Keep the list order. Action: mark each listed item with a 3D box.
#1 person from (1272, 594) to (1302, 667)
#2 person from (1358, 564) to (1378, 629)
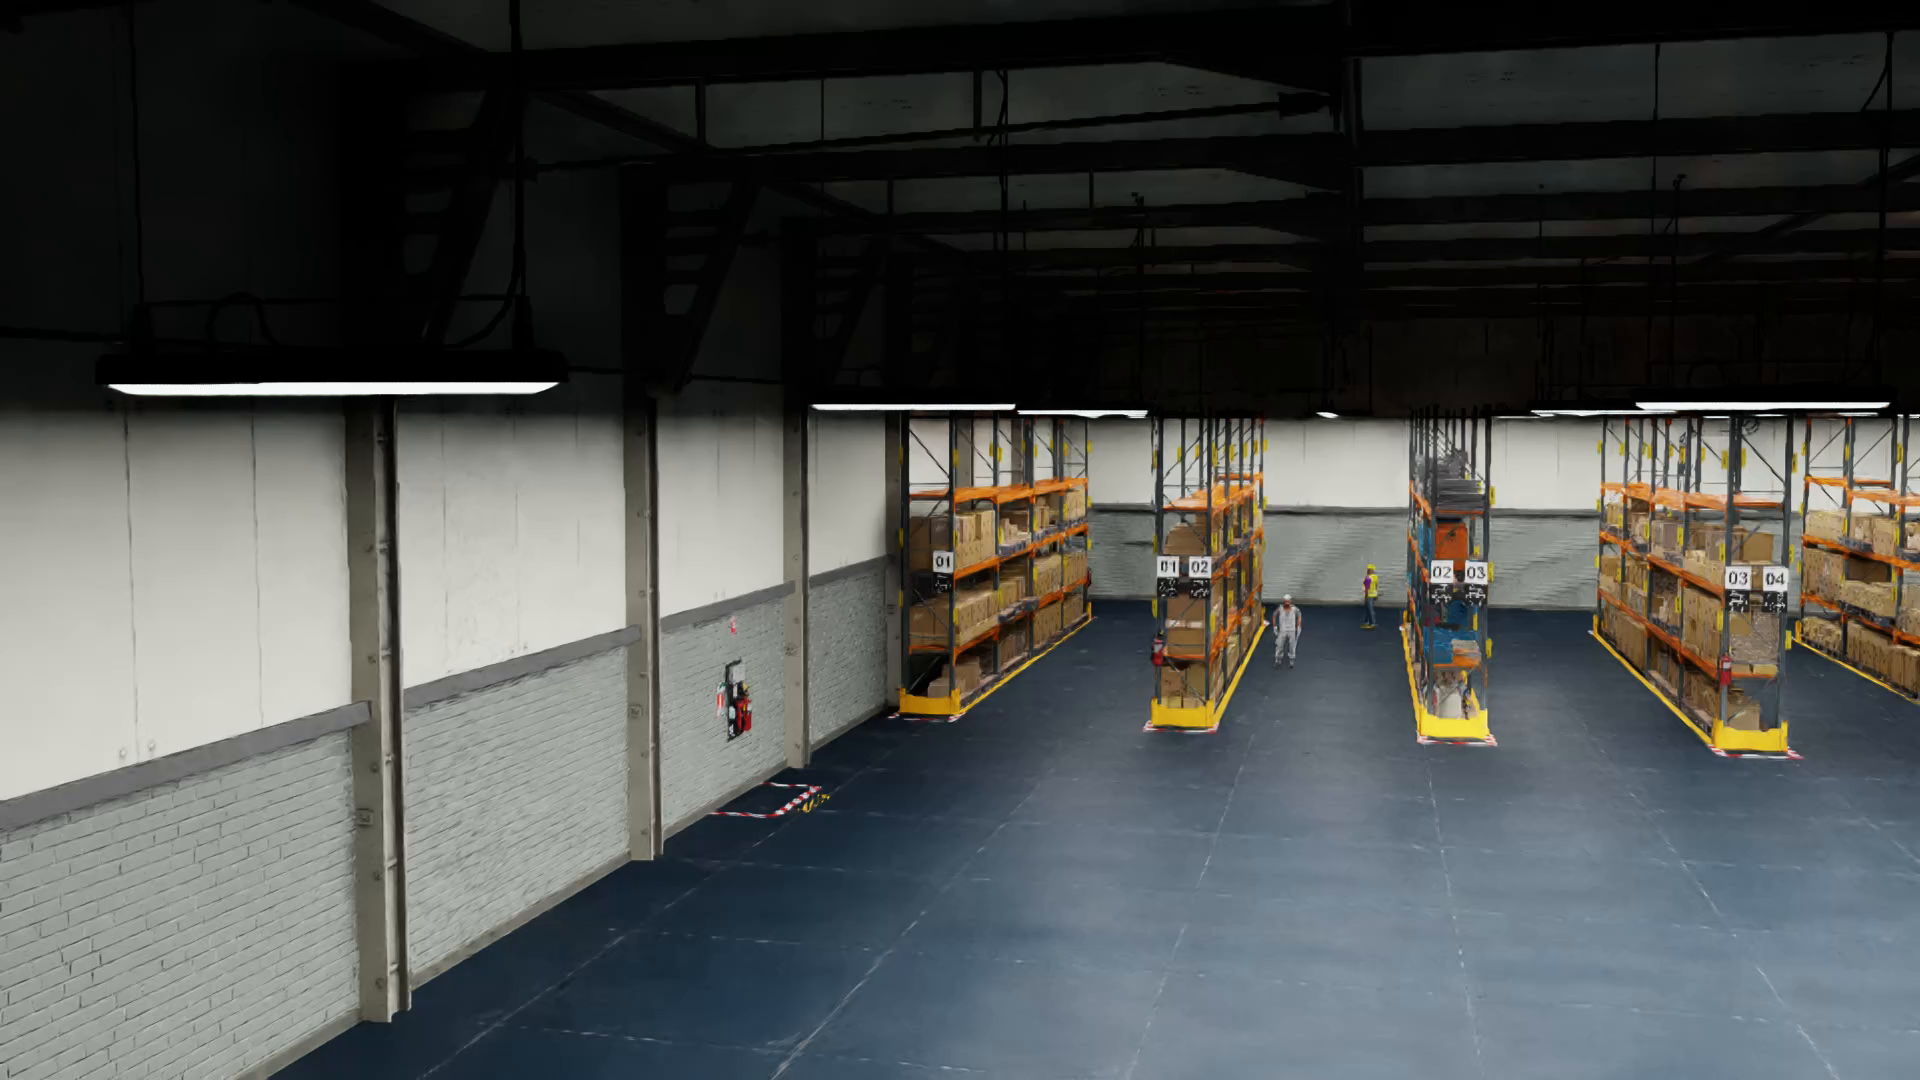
[{"bbox_3d":[7.564,2.101,38.495,0.677,1.742,0.552,1,4,12],"label":"person"},{"bbox_3d":[11.257,1.543,45.855,0.619,1.760,0.778,3,5,37],"label":"person"}]
